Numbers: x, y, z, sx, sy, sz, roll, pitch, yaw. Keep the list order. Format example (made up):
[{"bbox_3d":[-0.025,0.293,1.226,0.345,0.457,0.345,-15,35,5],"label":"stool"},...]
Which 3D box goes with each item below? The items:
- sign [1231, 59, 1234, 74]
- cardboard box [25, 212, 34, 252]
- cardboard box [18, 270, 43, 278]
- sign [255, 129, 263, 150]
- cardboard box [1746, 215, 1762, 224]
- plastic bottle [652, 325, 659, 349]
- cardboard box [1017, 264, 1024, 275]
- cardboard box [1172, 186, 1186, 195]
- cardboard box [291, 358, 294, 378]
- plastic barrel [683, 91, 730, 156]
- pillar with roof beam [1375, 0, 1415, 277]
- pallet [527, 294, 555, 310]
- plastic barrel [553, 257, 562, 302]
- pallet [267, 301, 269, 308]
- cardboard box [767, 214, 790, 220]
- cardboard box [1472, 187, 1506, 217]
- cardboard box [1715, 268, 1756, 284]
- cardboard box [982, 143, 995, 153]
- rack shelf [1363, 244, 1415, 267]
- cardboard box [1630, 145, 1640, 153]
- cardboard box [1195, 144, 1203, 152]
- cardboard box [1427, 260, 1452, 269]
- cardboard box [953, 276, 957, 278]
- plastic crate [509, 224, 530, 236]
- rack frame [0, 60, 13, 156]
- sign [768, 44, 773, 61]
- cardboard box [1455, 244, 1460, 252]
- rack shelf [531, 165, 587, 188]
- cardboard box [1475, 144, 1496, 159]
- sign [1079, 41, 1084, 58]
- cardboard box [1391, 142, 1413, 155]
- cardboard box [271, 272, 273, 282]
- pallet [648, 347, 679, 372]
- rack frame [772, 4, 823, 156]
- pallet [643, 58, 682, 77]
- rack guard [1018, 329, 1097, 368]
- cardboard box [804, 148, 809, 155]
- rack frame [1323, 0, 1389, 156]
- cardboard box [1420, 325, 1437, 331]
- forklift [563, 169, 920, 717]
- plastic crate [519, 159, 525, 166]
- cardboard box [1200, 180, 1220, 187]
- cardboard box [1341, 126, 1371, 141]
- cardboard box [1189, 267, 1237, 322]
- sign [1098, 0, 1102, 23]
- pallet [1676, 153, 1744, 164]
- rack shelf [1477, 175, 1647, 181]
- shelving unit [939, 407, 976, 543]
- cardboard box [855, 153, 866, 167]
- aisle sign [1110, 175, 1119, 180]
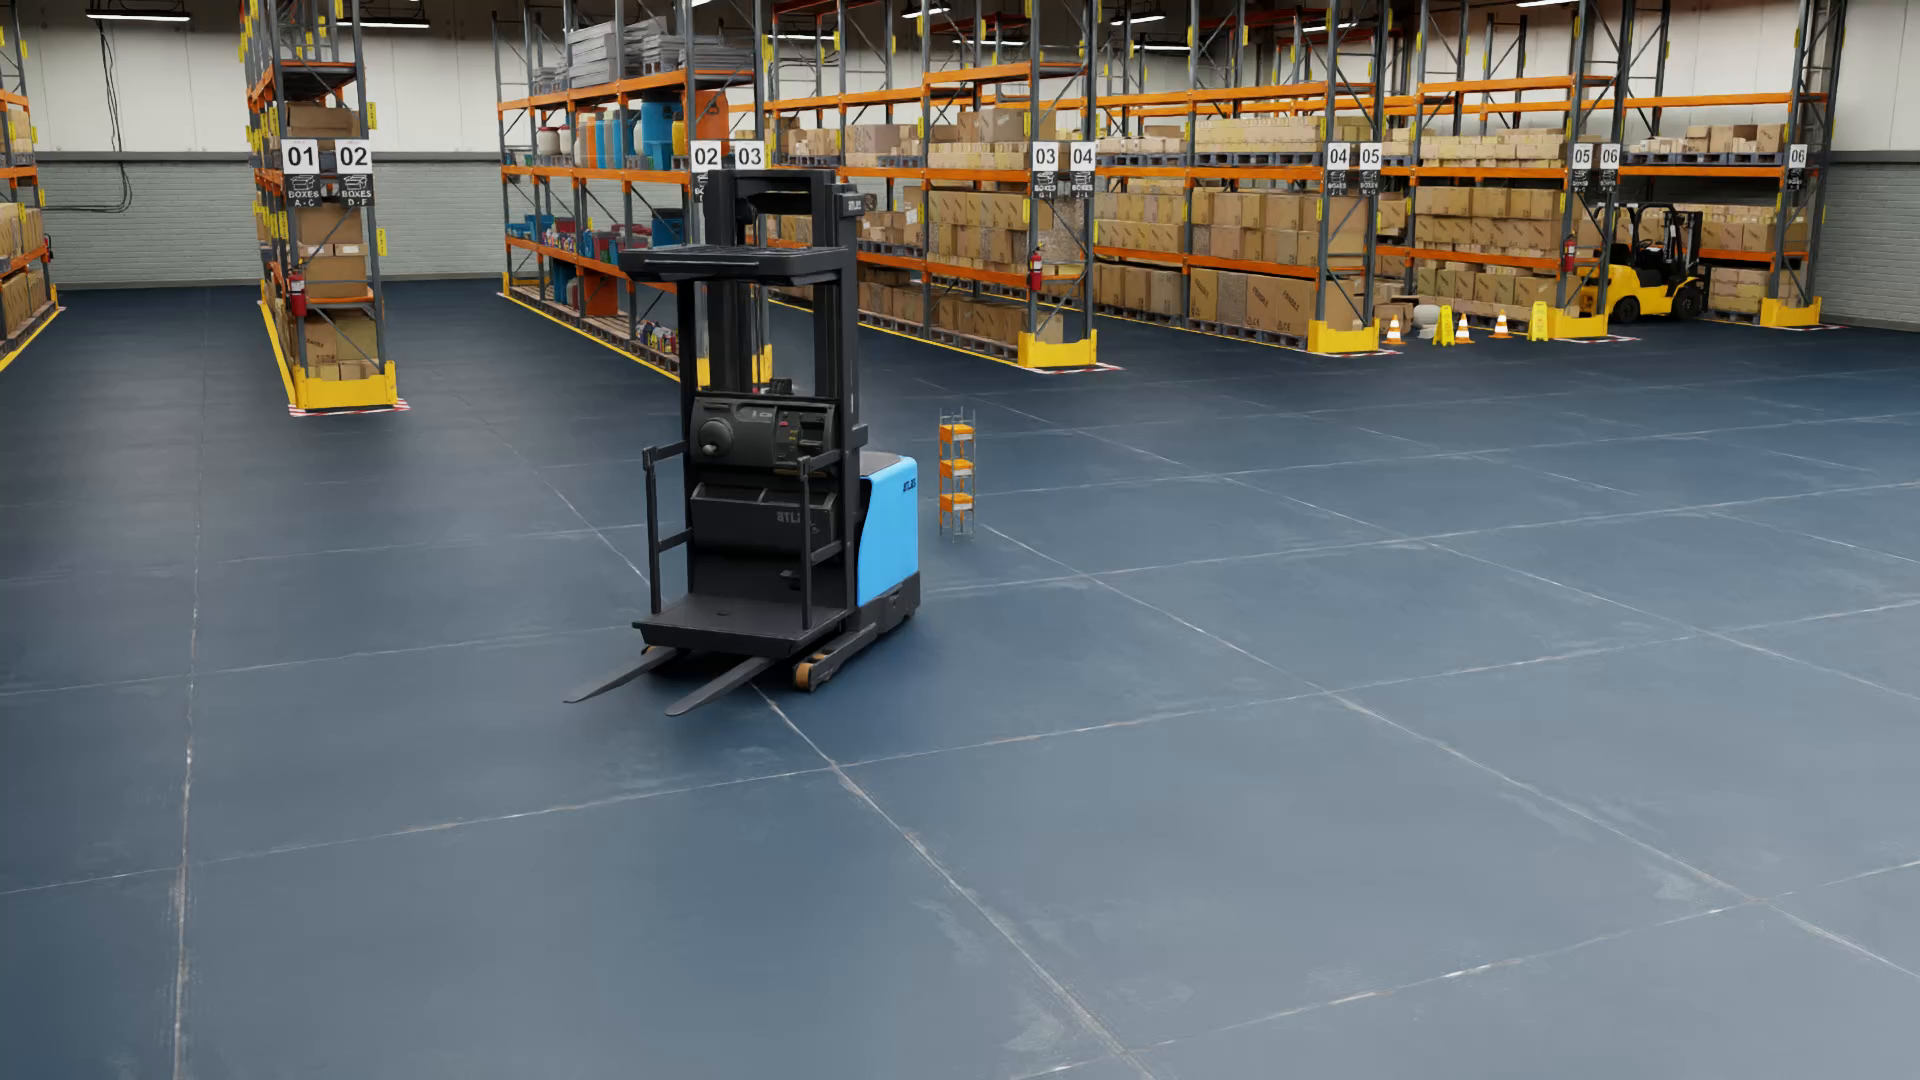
[{"bbox_3d":[6.234,-10.882,38.182,0.100,0.325,0.005,-6,14,-23],"label":"sign"},{"bbox_3d":[-17.444,-5.588,30.194,0.980,0.700,0.700,-6,14,-24],"label":"cardboard box"},{"bbox_3d":[-17.863,-5.107,31.959,0.380,0.149,0.250,-5,14,-21],"label":"cardboard box"},{"bbox_3d":[-11.313,-6.463,26.843,0.100,0.325,0.005,-6,14,-23],"label":"sign"},{"bbox_3d":[14.569,-5.845,30.311,0.380,0.149,0.250,-5,14,-22],"label":"cardboard box"},{"bbox_3d":[-4.484,-3.011,24.627,0.144,0.351,0.185,-6,14,-23],"label":"plastic bottle"},{"bbox_3d":[1.065,-4.009,24.597,0.380,0.149,0.250,-6,14,-23],"label":"cardboard box"},{"bbox_3d":[5.299,-8.022,38.940,0.500,0.500,0.500,-6,14,-23],"label":"cardboard box"},{"bbox_3d":[-8.307,-2.197,21.376,0.500,0.250,0.500,-6,14,-23],"label":"cardboard box"},{"bbox_3d":[-3.381,-5.556,22.188,0.600,0.830,0.708,-6,14,-23],"label":"plastic barrel"},{"bbox_3d":[6.890,-10.622,39.308,9.100,9.000,0.548,-6,14,-23],"label":"pillar with roof beam"},{"bbox_3d":[-8.207,-4.861,33.906,1.003,0.211,1.213,-6,14,-23],"label":"pallet"},{"bbox_3d":[-7.675,-5.140,32.647,0.600,0.901,0.708,-6,14,-23],"label":"plastic barrel"},{"bbox_3d":[-13.669,-4.912,34.126,1.003,0.211,1.213,-6,14,-23],"label":"pallet"},{"bbox_3d":[-3.768,-7.027,35.088,0.500,0.500,0.500,-5,14,-21],"label":"cardboard box"},{"bbox_3d":[9.576,-6.018,29.621,0.700,0.500,0.500,-6,14,-23],"label":"cardboard box"},{"bbox_3d":[14.414,-4.908,30.872,0.500,0.250,0.500,-5,14,-22],"label":"cardboard box"},{"bbox_3d":[0.556,-5.921,25.095,0.380,0.149,0.250,-6,15,-26],"label":"cardboard box"},{"bbox_3d":[8.145,-5.824,33.476,1.077,0.370,4.000,-6,14,-23],"label":"rack shelf"},{"bbox_3d":[13.394,-7.682,32.662,0.380,0.149,0.250,-5,14,-22],"label":"cardboard box"},{"bbox_3d":[4.285,-6.779,28.761,0.380,0.149,0.250,-6,14,-24],"label":"cardboard box"},{"bbox_3d":[8.930,-5.130,30.947,0.380,0.149,0.250,-5,14,-22],"label":"cardboard box"},{"bbox_3d":[0.058,-6.187,38.842,0.380,0.149,0.250,-6,14,-26],"label":"cardboard box"},{"bbox_3d":[-9.419,-6.629,35.596,0.416,0.233,0.300,-6,14,-23],"label":"plastic crate"},{"bbox_3d":[-16.955,-8.099,28.407,1.000,3.000,0.127,-6,14,-23],"label":"rack frame"},{"bbox_3d":[-3.857,-9.929,33.889,0.100,0.325,0.005,-6,14,-23],"label":"sign"},{"bbox_3d":[9.264,-5.338,30.341,0.380,0.149,0.250,-6,14,-23],"label":"cardboard box"},{"bbox_3d":[-7.076,-6.769,30.908,1.077,0.370,4.000,-6,14,-23],"label":"rack shelf"},{"bbox_3d":[9.479,-6.864,29.396,0.500,0.250,0.500,-5,14,-22],"label":"cardboard box"},{"bbox_3d":[2.355,-9.485,32.147,0.100,0.325,0.005,-6,14,-23],"label":"sign"},{"bbox_3d":[8.579,-7.462,31.705,0.500,0.250,0.500,-6,14,-24],"label":"cardboard box"},{"bbox_3d":[-12.046,-4.658,29.749,0.500,0.250,0.500,-6,14,-23],"label":"cardboard box"},{"bbox_3d":[-3.949,-2.665,24.417,1.003,0.211,1.213,-6,14,-23],"label":"pallet"},{"bbox_3d":[-3.339,-9.441,34.207,1.000,3.000,0.127,-6,14,-23],"label":"rack frame"},{"bbox_3d":[-3.824,-6.634,23.383,1.003,0.211,1.213,-6,14,-23],"label":"pallet"},{"bbox_3d":[1.437,-2.837,24.521,1.175,0.500,0.348,-6,14,-23],"label":"rack guard"},{"bbox_3d":[-2.880,-7.741,33.138,0.380,0.149,0.250,-6,14,-25],"label":"cardboard box"},{"bbox_3d":[6.053,-7.389,25.340,1.000,3.000,0.127,-6,14,-23],"label":"rack frame"},{"bbox_3d":[8.172,-3.634,28.741,0.380,0.149,0.250,1,13,6],"label":"cardboard box"},{"bbox_3d":[-1.252,-0.660,9.719,1.130,2.935,3.031,5,14,20],"label":"forklift"},{"bbox_3d":[-8.735,-7.633,33.629,0.293,0.136,0.466,-6,14,-23],"label":"plastic crate"},{"bbox_3d":[5.853,-8.354,38.937,0.380,0.149,0.250,-6,14,-24],"label":"cardboard box"},{"bbox_3d":[6.095,-6.376,26.134,0.500,0.250,0.500,-6,14,-23],"label":"cardboard box"},{"bbox_3d":[4.639,-4.326,29.191,0.875,0.875,0.875,-5,14,-22],"label":"cardboard box"},{"bbox_3d":[1.965,-7.505,23.592,0.100,0.325,0.005,-6,14,-23],"label":"sign"},{"bbox_3d":[14.343,-7.203,31.383,1.003,0.211,1.213,-6,14,-23],"label":"pallet"},{"bbox_3d":[12.691,-7.734,35.078,1.077,0.370,4.000,-6,14,-23],"label":"rack shelf"},{"bbox_3d":[-0.021,-0.523,13.299,0.215,1.050,0.252,-6,14,-23],"label":"shelving unit"},{"bbox_3d":[-1.576,-6.854,30.014,0.500,0.250,0.500,-5,14,-22],"label":"cardboard box"},{"bbox_3d":[3.844,-9.495,41.979,0.394,0.787,0.004,-6,14,-23],"label":"aisle sign"}]
